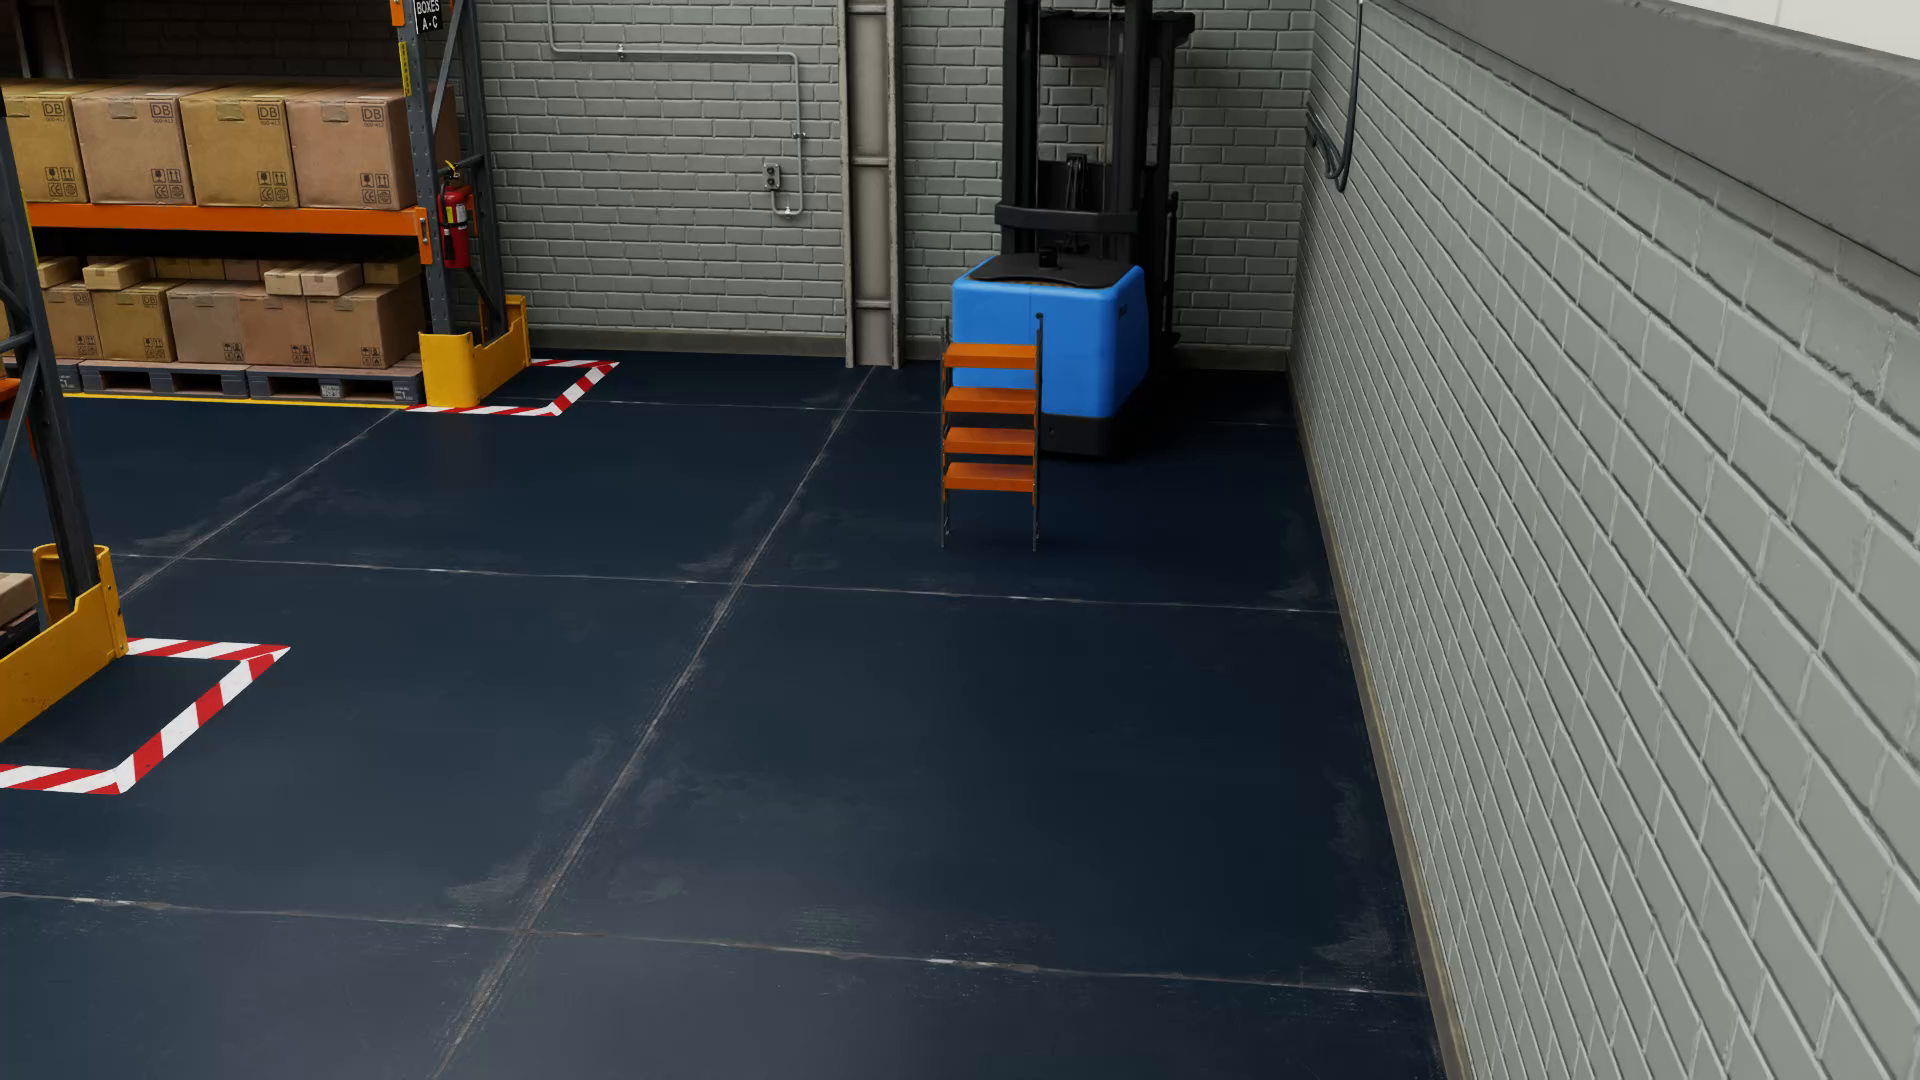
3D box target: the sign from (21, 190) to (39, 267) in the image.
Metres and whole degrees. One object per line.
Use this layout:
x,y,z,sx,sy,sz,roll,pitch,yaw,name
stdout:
-3.916,-1.293,6.953,0.005,0.325,0.100,2,22,6,sign

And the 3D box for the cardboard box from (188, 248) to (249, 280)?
-5.219,-1.951,11.742,0.250,0.149,0.380,3,22,7,cardboard box

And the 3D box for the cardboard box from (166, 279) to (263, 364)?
-5.104,-1.571,11.662,0.500,0.500,0.700,2,22,5,cardboard box

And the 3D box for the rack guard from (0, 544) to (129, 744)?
-4.055,0.467,7.079,0.348,0.500,1.175,2,22,6,rack guard

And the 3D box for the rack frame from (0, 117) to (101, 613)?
-3.980,-0.692,6.611,0.127,3.000,1.000,2,22,6,rack frame

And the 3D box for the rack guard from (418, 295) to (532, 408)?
-3.377,-1.338,11.643,0.348,0.500,1.175,2,22,6,rack guard

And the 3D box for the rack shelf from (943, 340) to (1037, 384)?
0.164,-0.916,8.557,0.480,0.148,0.258,2,22,6,rack shelf

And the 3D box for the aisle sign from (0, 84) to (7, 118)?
-3.877,-2.006,6.397,0.004,0.787,0.394,2,22,6,aisle sign

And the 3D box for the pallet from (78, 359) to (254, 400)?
-5.412,-1.264,11.850,1.213,0.211,1.003,2,22,6,pallet

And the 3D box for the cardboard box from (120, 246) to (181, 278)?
-5.727,-1.973,11.797,0.250,0.149,0.380,3,22,7,cardboard box

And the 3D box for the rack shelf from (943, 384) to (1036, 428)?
0.164,-0.696,8.644,0.480,0.148,0.258,2,22,6,rack shelf

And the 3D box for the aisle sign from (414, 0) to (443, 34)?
-3.364,-3.597,10.423,0.004,0.787,0.394,2,22,6,aisle sign

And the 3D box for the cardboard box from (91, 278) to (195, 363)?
-5.634,-1.591,11.714,0.500,0.500,0.700,3,22,8,cardboard box

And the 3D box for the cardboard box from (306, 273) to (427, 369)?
-4.107,-1.528,11.553,0.500,0.500,0.700,2,22,6,cardboard box

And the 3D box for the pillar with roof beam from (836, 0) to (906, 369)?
-1.124,-3.918,6.611,0.400,9.000,9.100,2,22,6,pillar with roof beam

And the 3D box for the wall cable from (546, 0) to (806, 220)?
-2.018,-3.264,11.733,1.851,1.984,0.084,2,22,6,wall cable

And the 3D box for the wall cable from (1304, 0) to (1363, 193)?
2.174,-3.472,9.705,0.112,2.526,3.097,2,22,6,wall cable

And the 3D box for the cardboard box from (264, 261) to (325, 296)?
-4.510,-1.779,11.307,0.250,0.149,0.380,3,22,8,cardboard box

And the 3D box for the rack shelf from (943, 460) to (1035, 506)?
0.164,-0.304,8.799,0.480,0.148,0.258,2,22,6,rack shelf

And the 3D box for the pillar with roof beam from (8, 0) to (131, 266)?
-7.082,-4.178,7.268,0.400,9.000,9.100,2,22,6,pillar with roof beam

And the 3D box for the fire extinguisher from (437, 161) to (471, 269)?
-3.305,-2.117,10.826,0.183,0.674,0.296,2,22,6,fire extinguisher

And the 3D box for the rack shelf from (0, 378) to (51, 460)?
-5.966,-0.444,6.962,4.000,0.370,1.077,2,22,6,rack shelf

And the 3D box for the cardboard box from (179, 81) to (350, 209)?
-4.632,-2.686,11.247,0.700,0.700,0.980,2,22,6,cardboard box

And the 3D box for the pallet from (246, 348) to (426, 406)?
-4.204,-1.210,11.714,1.213,0.211,1.003,2,22,6,pallet

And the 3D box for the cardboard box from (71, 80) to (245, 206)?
-5.388,-2.723,11.339,0.700,0.700,0.980,1,22,4,cardboard box

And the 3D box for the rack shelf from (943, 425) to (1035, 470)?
0.164,-0.488,8.726,0.480,0.148,0.258,2,22,6,rack shelf

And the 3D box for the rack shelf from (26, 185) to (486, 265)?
-5.387,-2.253,11.537,4.000,0.370,1.077,2,22,6,rack shelf

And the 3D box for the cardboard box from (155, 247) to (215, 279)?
-5.470,-1.962,11.770,0.250,0.149,0.380,2,22,5,cardboard box

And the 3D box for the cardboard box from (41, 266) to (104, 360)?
-6.144,-1.614,11.772,0.500,0.500,0.700,2,22,6,cardboard box

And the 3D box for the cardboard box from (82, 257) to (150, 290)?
-5.805,-1.835,11.448,0.250,0.149,0.380,2,22,5,cardboard box

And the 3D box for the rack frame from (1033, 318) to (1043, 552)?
0.407,-0.540,8.674,0.015,1.200,0.240,2,22,6,rack frame

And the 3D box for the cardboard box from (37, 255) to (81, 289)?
-6.323,-1.857,11.505,0.250,0.149,0.380,3,22,8,cardboard box

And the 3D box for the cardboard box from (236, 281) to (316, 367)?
-4.604,-1.549,11.608,0.500,0.500,0.700,2,22,6,cardboard box

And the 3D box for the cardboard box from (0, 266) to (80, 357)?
-6.642,-1.637,11.830,0.500,0.500,0.700,3,22,7,cardboard box

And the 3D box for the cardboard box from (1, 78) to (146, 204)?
-6.112,-2.751,11.410,0.700,0.700,0.980,2,22,5,cardboard box

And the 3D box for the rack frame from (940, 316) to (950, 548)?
-0.078,-0.561,8.728,0.015,1.200,0.240,2,22,6,rack frame

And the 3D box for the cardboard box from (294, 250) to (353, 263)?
-4.463,-1.919,11.659,0.250,0.149,0.380,3,22,6,cardboard box

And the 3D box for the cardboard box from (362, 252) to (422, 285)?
-3.960,-1.897,11.605,0.250,0.149,0.380,3,22,7,cardboard box

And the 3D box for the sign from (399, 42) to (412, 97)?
-3.478,-2.952,10.430,0.005,0.325,0.100,2,22,6,sign

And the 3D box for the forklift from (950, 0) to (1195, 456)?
0.882,-2.378,10.967,1.130,2.935,3.031,7,23,17,forklift

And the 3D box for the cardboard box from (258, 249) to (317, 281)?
-4.711,-1.930,11.687,0.250,0.149,0.380,3,22,7,cardboard box

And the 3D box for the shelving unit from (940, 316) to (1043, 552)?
0.164,-0.551,8.701,0.503,1.200,0.258,2,22,6,shelving unit

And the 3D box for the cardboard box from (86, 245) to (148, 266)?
-5.977,-1.984,11.826,0.250,0.149,0.380,2,22,5,cardboard box

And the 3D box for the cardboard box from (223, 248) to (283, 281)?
-4.964,-1.940,11.714,0.250,0.149,0.380,3,22,7,cardboard box

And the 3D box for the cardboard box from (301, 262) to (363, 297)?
-4.256,-1.768,11.279,0.250,0.149,0.380,2,22,6,cardboard box

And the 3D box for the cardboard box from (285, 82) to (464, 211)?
-3.908,-2.659,11.178,0.700,0.700,0.980,3,22,9,cardboard box

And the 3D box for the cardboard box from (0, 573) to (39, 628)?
-4.355,0.285,7.418,0.250,0.149,0.380,2,22,6,cardboard box

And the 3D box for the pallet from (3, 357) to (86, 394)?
-6.627,-1.316,11.981,1.213,0.211,1.003,2,22,6,pallet

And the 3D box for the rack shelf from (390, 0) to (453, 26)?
-5.387,-3.648,10.986,4.000,0.370,1.077,2,22,6,rack shelf

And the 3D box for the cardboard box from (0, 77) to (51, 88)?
-6.836,-2.784,11.495,0.700,0.700,0.980,3,22,7,cardboard box

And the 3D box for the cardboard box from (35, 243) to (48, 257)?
-6.763,-2.018,11.910,0.250,0.149,0.380,2,22,6,cardboard box

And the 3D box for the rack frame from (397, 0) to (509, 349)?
-3.400,-2.501,11.186,0.127,3.000,1.000,2,22,6,rack frame

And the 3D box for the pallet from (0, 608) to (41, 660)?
-4.847,0.567,7.219,1.213,0.211,1.003,2,22,6,pallet

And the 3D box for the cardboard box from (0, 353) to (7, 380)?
-4.389,-0.854,6.885,0.500,0.500,0.500,3,22,7,cardboard box
